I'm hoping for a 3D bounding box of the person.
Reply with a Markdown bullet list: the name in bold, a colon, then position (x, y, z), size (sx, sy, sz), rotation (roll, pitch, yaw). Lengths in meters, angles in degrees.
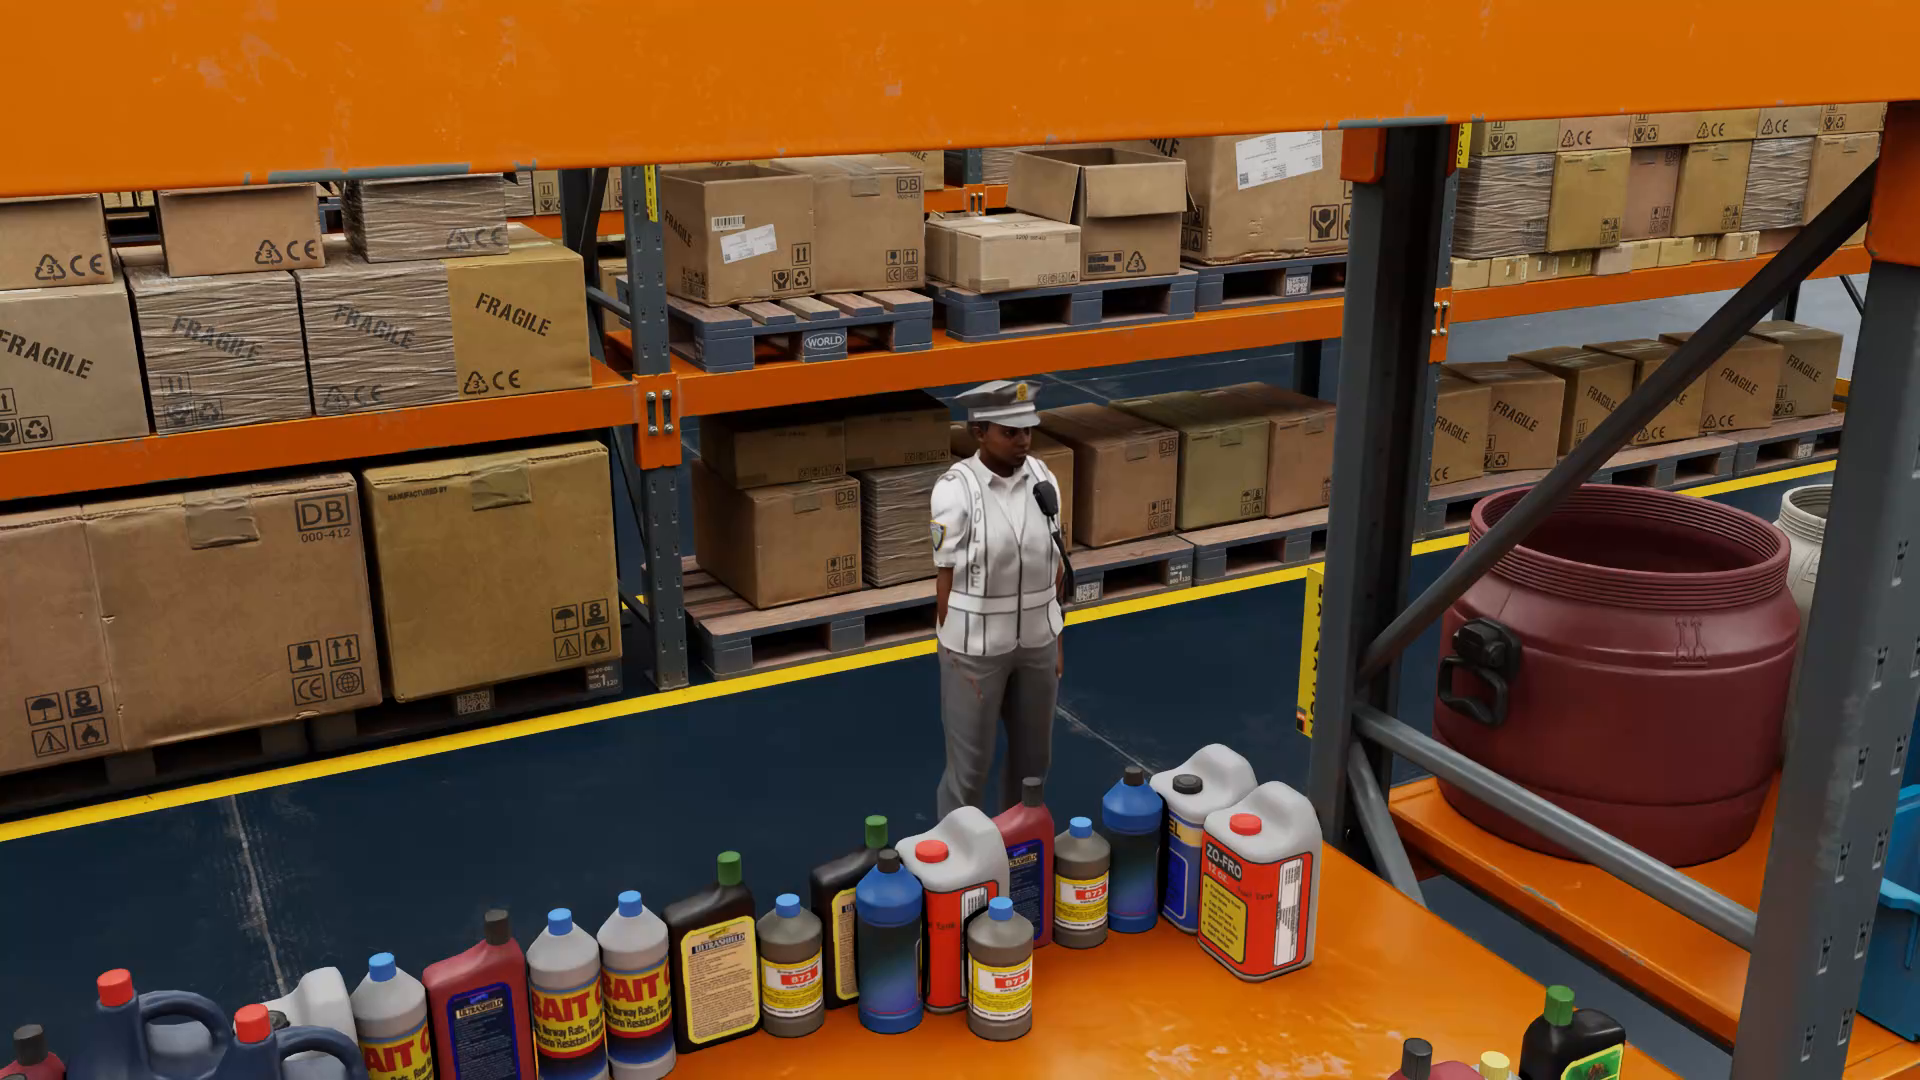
- **person**: position (0.133, 0.337, 5.074), size (0.437, 1.707, 0.339), rotation (-9, 21, -25)
